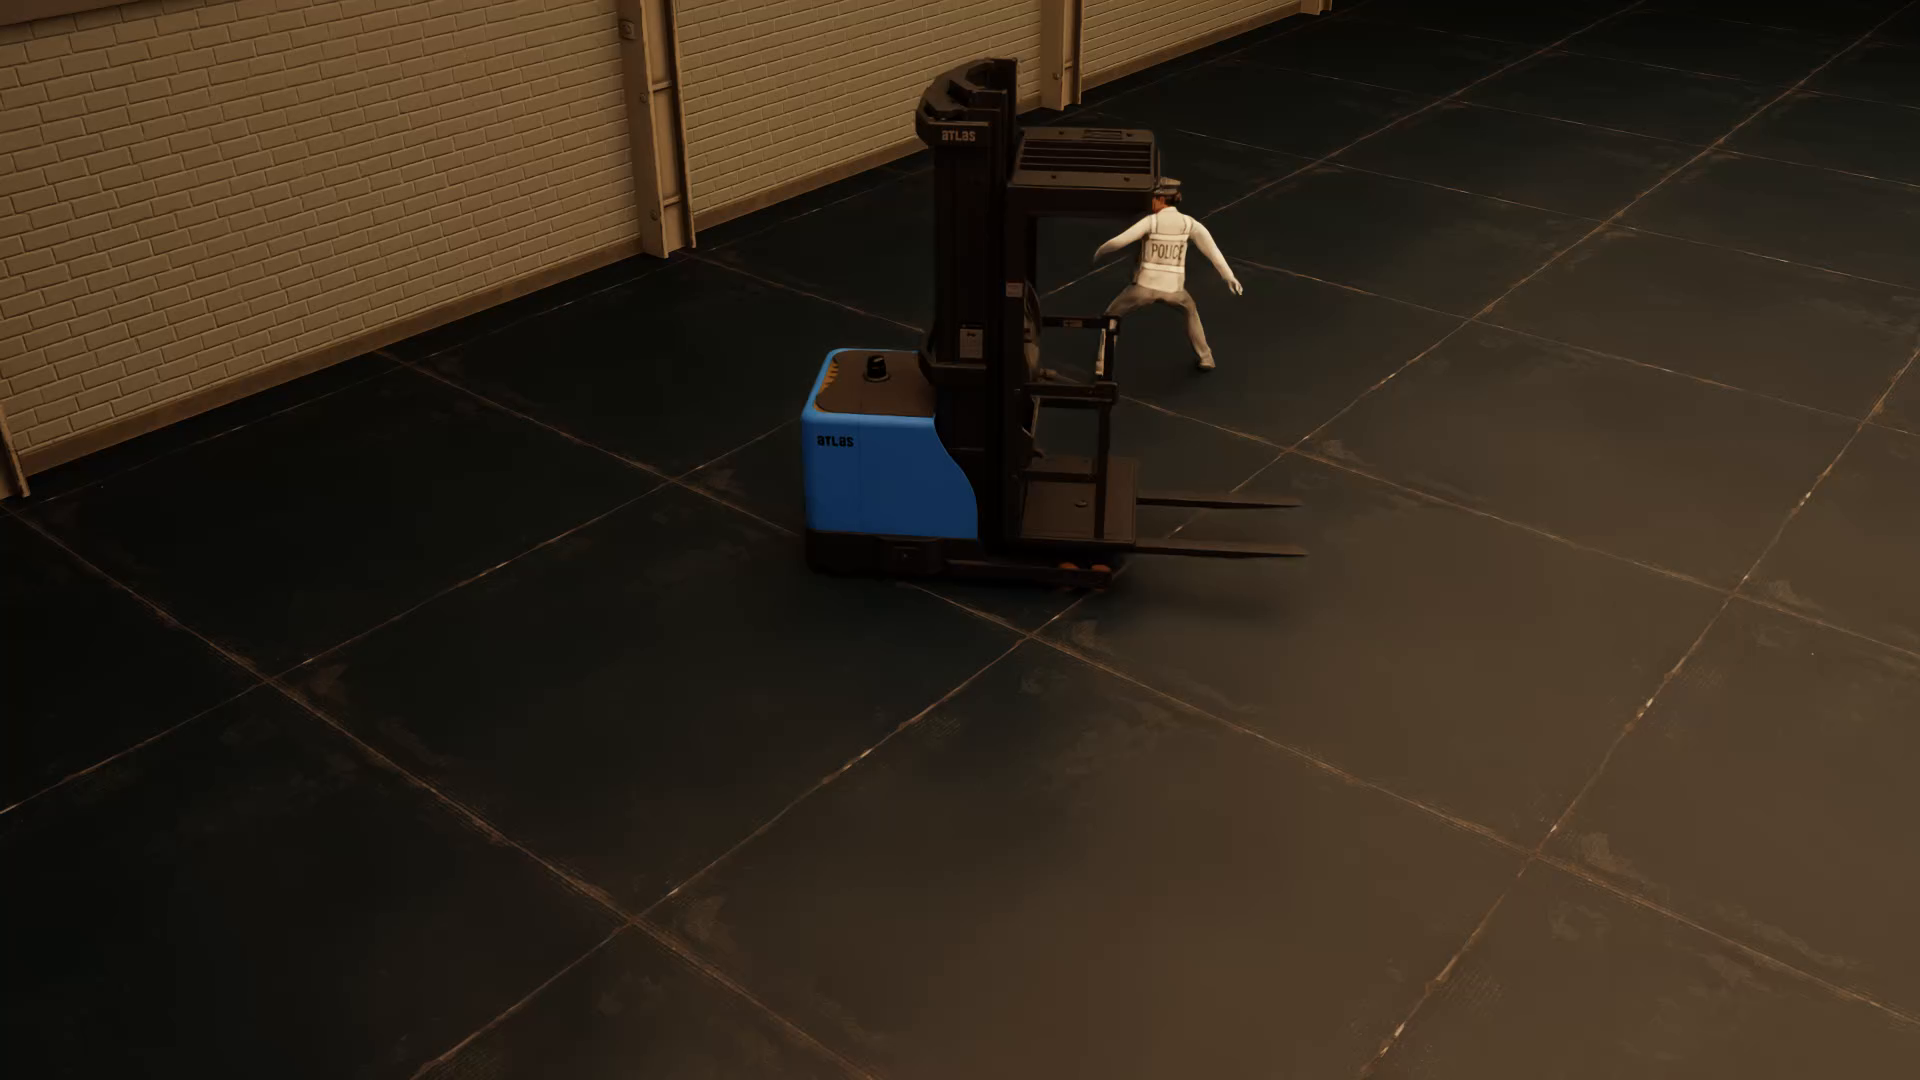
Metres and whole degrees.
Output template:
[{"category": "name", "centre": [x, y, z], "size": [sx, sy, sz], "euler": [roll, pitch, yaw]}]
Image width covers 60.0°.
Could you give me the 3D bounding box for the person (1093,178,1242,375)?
[{"category": "person", "centre": [1.520, -1.861, 12.286], "size": [1.056, 1.608, 0.529], "euler": [-1, 30, -2]}]

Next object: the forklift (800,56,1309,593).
[{"category": "forklift", "centre": [0.607, -1.234, 9.707], "size": [3.031, 2.935, 1.130], "euler": [3, 30, 5]}]
